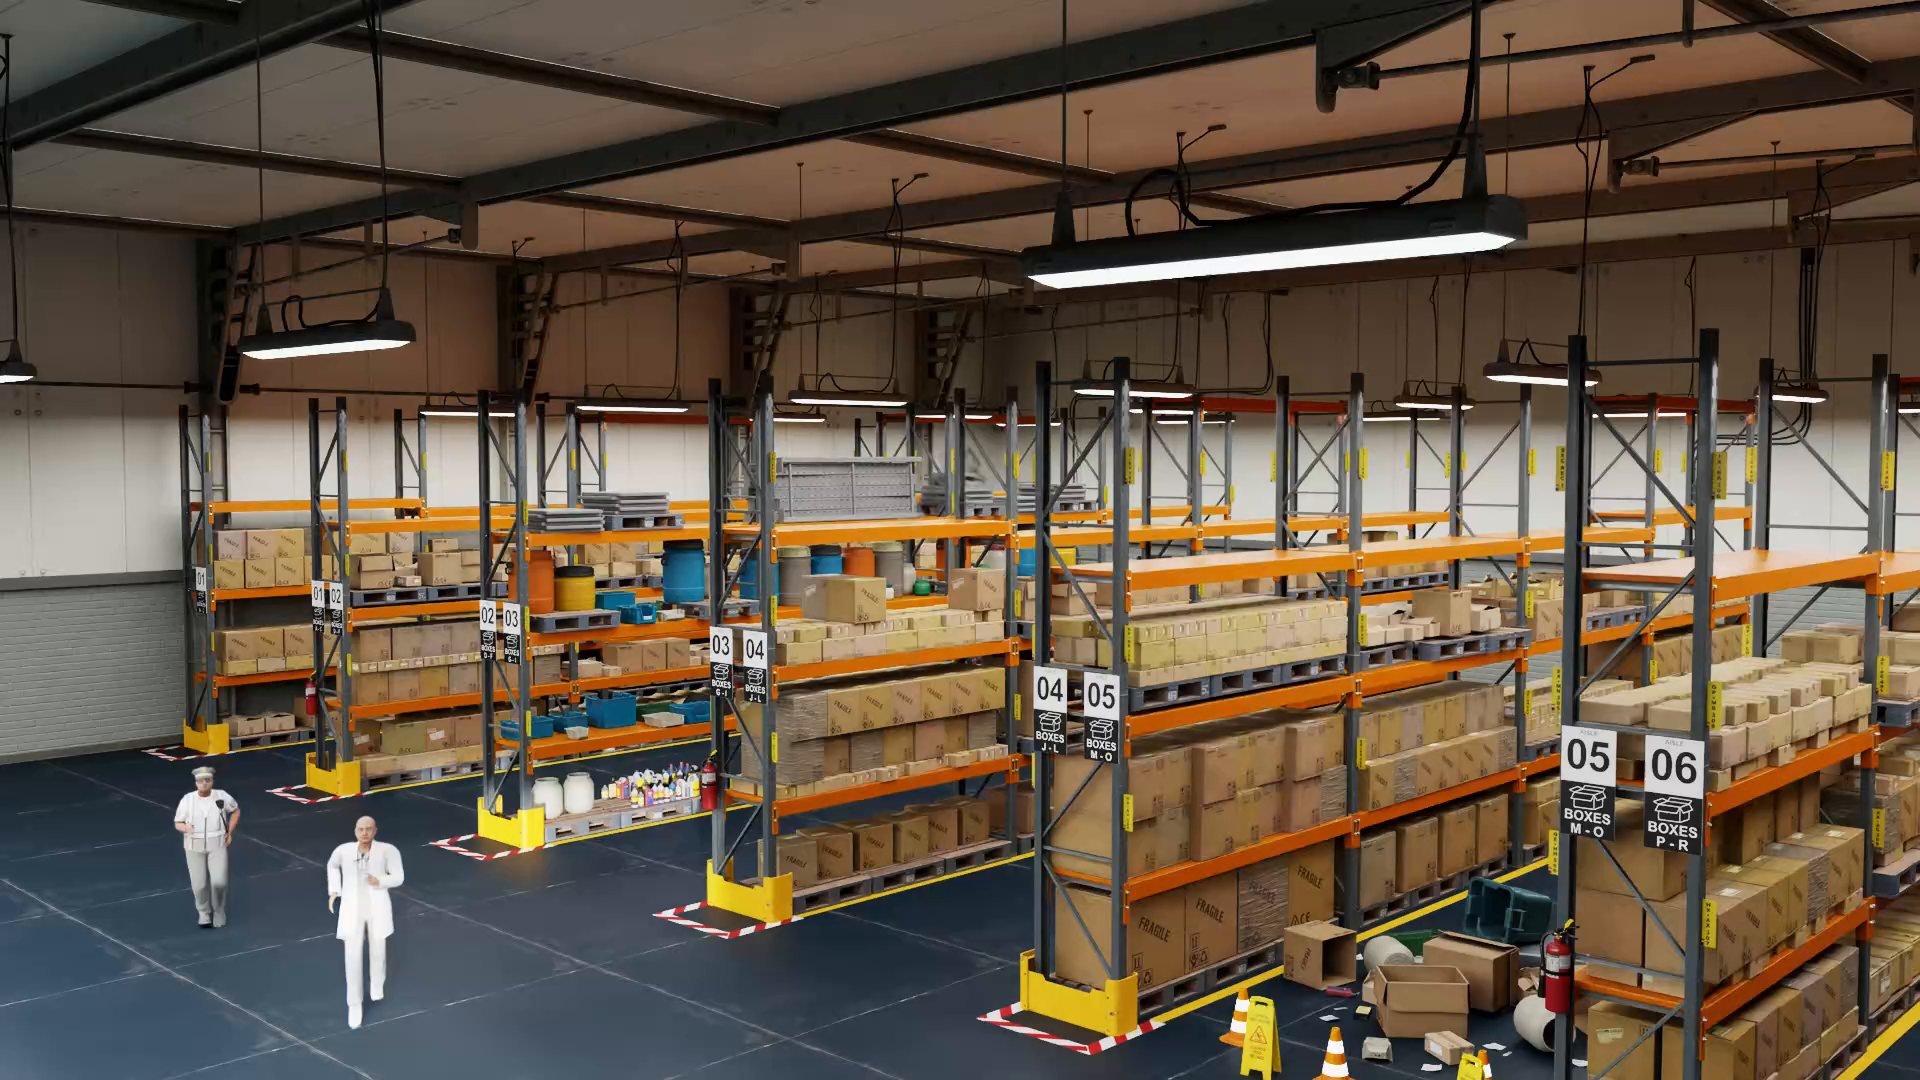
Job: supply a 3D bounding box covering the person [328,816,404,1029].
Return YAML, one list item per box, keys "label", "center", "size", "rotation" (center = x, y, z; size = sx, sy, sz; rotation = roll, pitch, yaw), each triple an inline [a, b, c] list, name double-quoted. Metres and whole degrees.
- label: "person"
  center: [-5.474, 3.455, 15.330]
  size: [0.677, 1.836, 0.899]
  rotation: [-1, 3, -18]

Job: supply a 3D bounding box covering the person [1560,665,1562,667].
- label: "person"
  center: [9.839, 2.854, 26.959]
  size: [0.748, 1.827, 0.657]
  rotation: [-3, 4, -42]

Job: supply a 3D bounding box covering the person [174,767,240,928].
- label: "person"
  center: [-8.140, 3.343, 17.986]
  size: [0.645, 1.789, 0.651]
  rotation: [-1, 3, -22]
